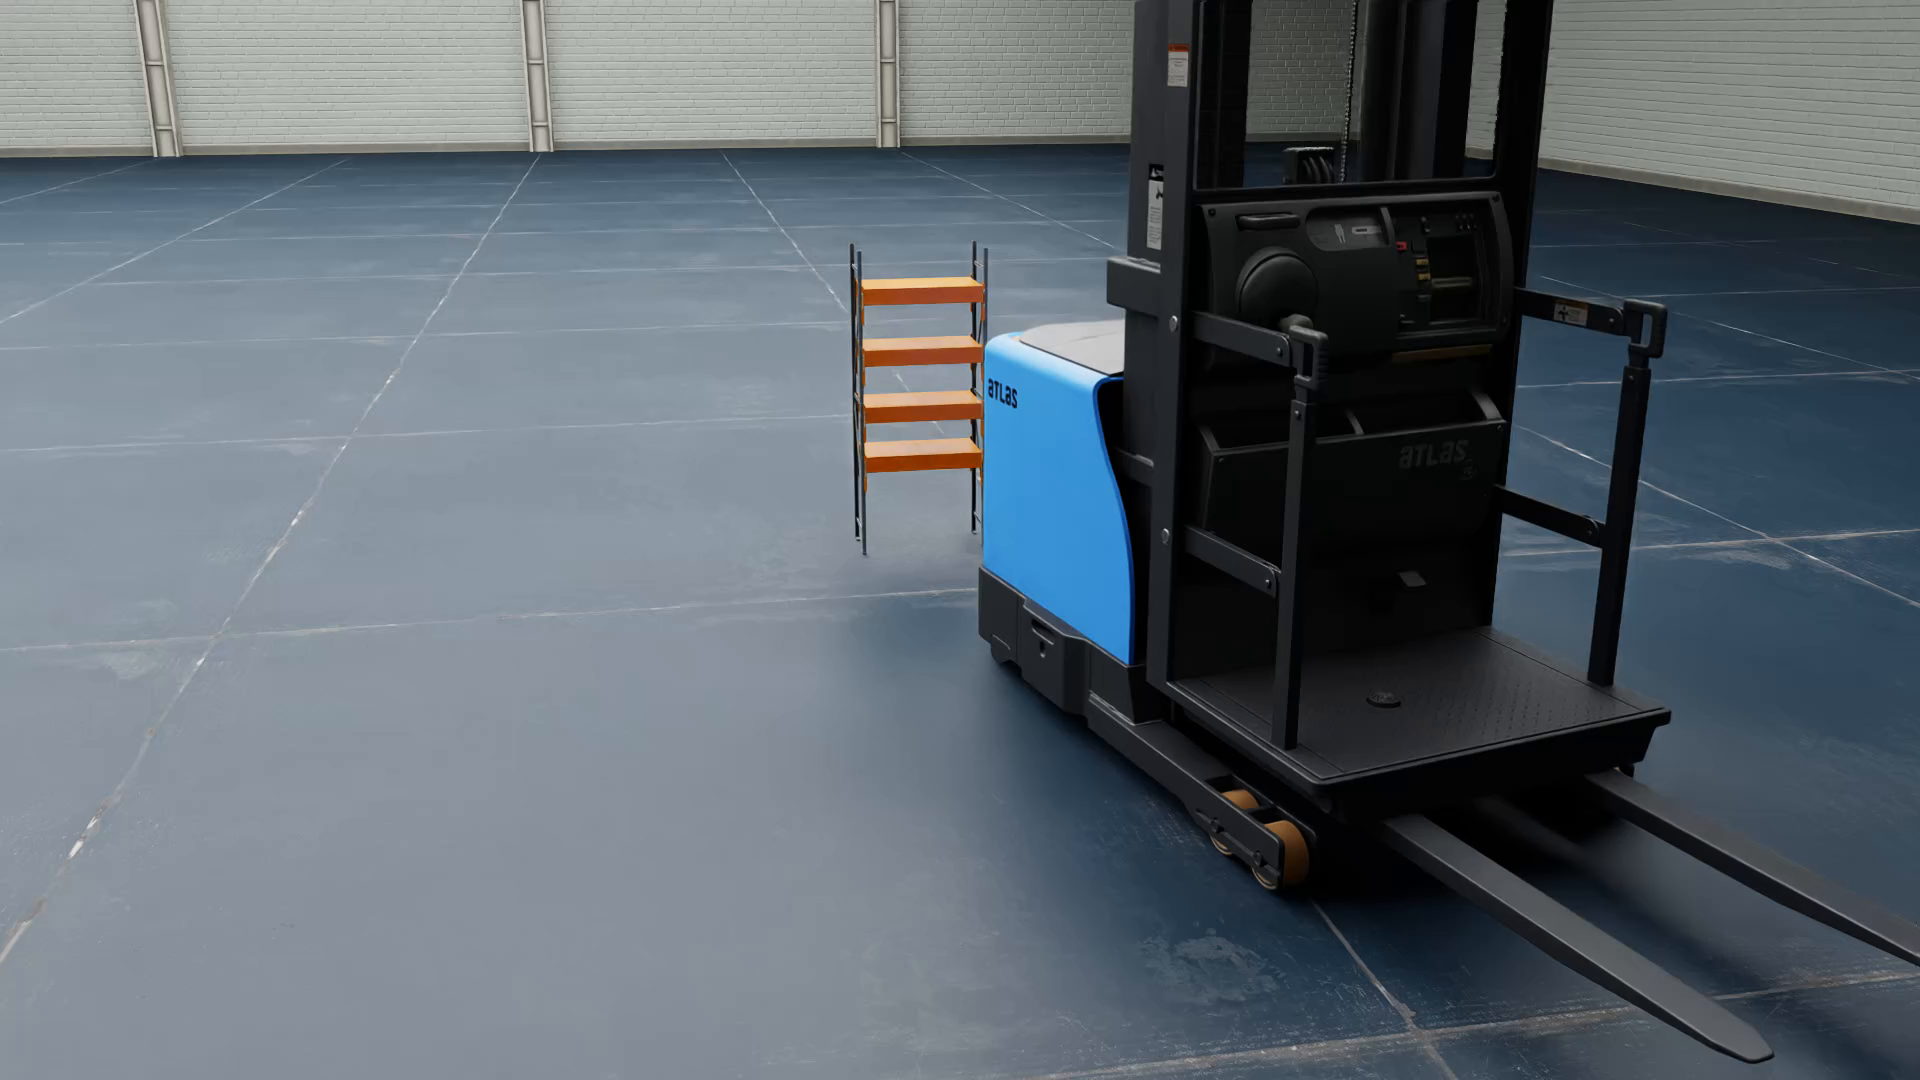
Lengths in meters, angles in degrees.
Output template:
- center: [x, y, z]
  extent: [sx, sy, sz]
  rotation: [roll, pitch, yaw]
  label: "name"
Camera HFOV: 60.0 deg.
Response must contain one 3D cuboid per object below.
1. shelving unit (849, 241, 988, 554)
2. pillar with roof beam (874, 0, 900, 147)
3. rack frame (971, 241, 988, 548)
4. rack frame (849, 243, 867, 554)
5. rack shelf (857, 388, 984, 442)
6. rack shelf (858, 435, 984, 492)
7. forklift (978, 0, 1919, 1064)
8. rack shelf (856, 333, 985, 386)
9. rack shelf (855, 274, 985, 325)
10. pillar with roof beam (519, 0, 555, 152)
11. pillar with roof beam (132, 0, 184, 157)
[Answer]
- center: [-0.163, -0.564, 6.606]
  extent: [0.503, 1.200, 0.258]
  rotation: [-3, 17, -10]
  label: "shelving unit"
- center: [-0.466, -10.074, 24.285]
  extent: [0.400, 9.000, 9.100]
  rotation: [-3, 17, -10]
  label: "pillar with roof beam"
- center: [0.077, -0.578, 6.650]
  extent: [0.015, 1.200, 0.240]
  rotation: [-3, 17, -10]
  label: "rack frame"
- center: [-0.402, -0.551, 6.561]
  extent: [0.015, 1.200, 0.240]
  rotation: [-3, 17, -10]
  label: "rack frame"
- center: [-0.163, -0.500, 6.625]
  extent: [0.480, 0.148, 0.258]
  rotation: [-3, 17, -10]
  label: "rack shelf"
- center: [-0.163, -0.310, 6.684]
  extent: [0.480, 0.148, 0.258]
  rotation: [-3, 17, -10]
  label: "rack shelf"
- center: [1.119, -0.694, 4.079]
  extent: [1.130, 2.935, 3.031]
  rotation: [-7, 19, -23]
  label: "forklift"
- center: [-0.163, -0.714, 6.560]
  extent: [0.480, 0.148, 0.258]
  rotation: [-3, 17, -10]
  label: "rack shelf"
- center: [-0.163, -0.940, 6.490]
  extent: [0.480, 0.148, 0.258]
  rotation: [-3, 17, -10]
  label: "rack shelf"
- center: [-6.357, -9.740, 23.196]
  extent: [0.400, 9.000, 9.100]
  rotation: [-3, 17, -10]
  label: "pillar with roof beam"
- center: [-12.248, -9.406, 22.108]
  extent: [0.400, 9.000, 9.100]
  rotation: [-3, 17, -10]
  label: "pillar with roof beam"
